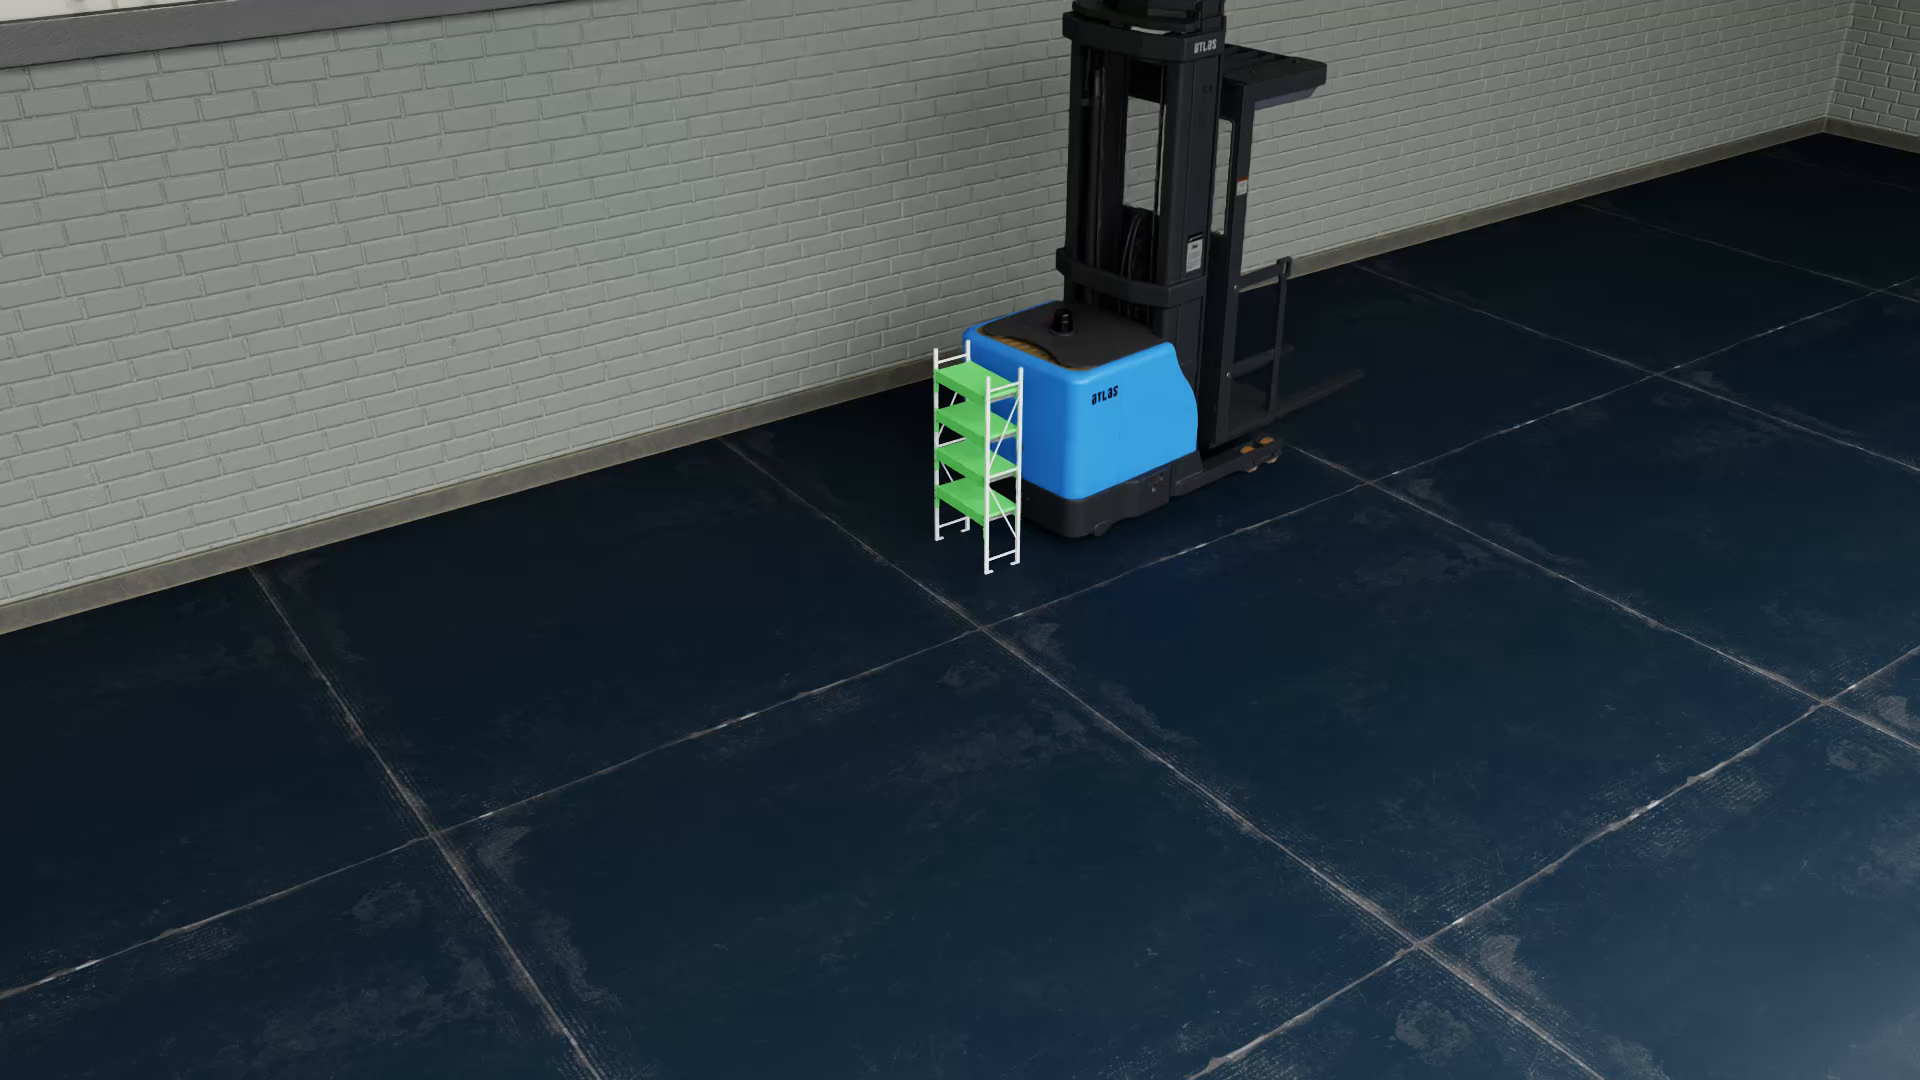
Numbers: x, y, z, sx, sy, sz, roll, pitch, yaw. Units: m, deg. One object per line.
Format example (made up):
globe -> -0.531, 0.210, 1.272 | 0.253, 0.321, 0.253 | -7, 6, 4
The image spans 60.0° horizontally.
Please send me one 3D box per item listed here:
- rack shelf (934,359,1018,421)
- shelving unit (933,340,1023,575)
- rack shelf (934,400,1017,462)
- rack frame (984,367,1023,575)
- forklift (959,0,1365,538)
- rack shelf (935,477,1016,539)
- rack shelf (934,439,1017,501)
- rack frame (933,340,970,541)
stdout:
rack shelf -> 0.096, -0.829, 9.147 | 0.258, 0.148, 0.480 | -19, 34, -31
shelving unit -> 0.096, -0.463, 9.345 | 0.258, 1.200, 0.503 | -19, 34, -31
rack shelf -> 0.096, -0.618, 9.261 | 0.258, 0.148, 0.480 | -19, 34, -31
rack frame -> 0.238, -0.368, 9.170 | 0.240, 1.200, 0.015 | -19, 34, -31
forklift -> 1.431, -1.883, 10.145 | 3.031, 2.935, 1.130 | -23, 36, -36
rack shelf -> 0.096, -0.196, 9.490 | 0.258, 0.148, 0.480 | -19, 34, -31
rack shelf -> 0.096, -0.407, 9.376 | 0.258, 0.148, 0.480 | -19, 34, -31
rack frame -> -0.046, -0.558, 9.520 | 0.240, 1.200, 0.015 | -19, 34, -31
